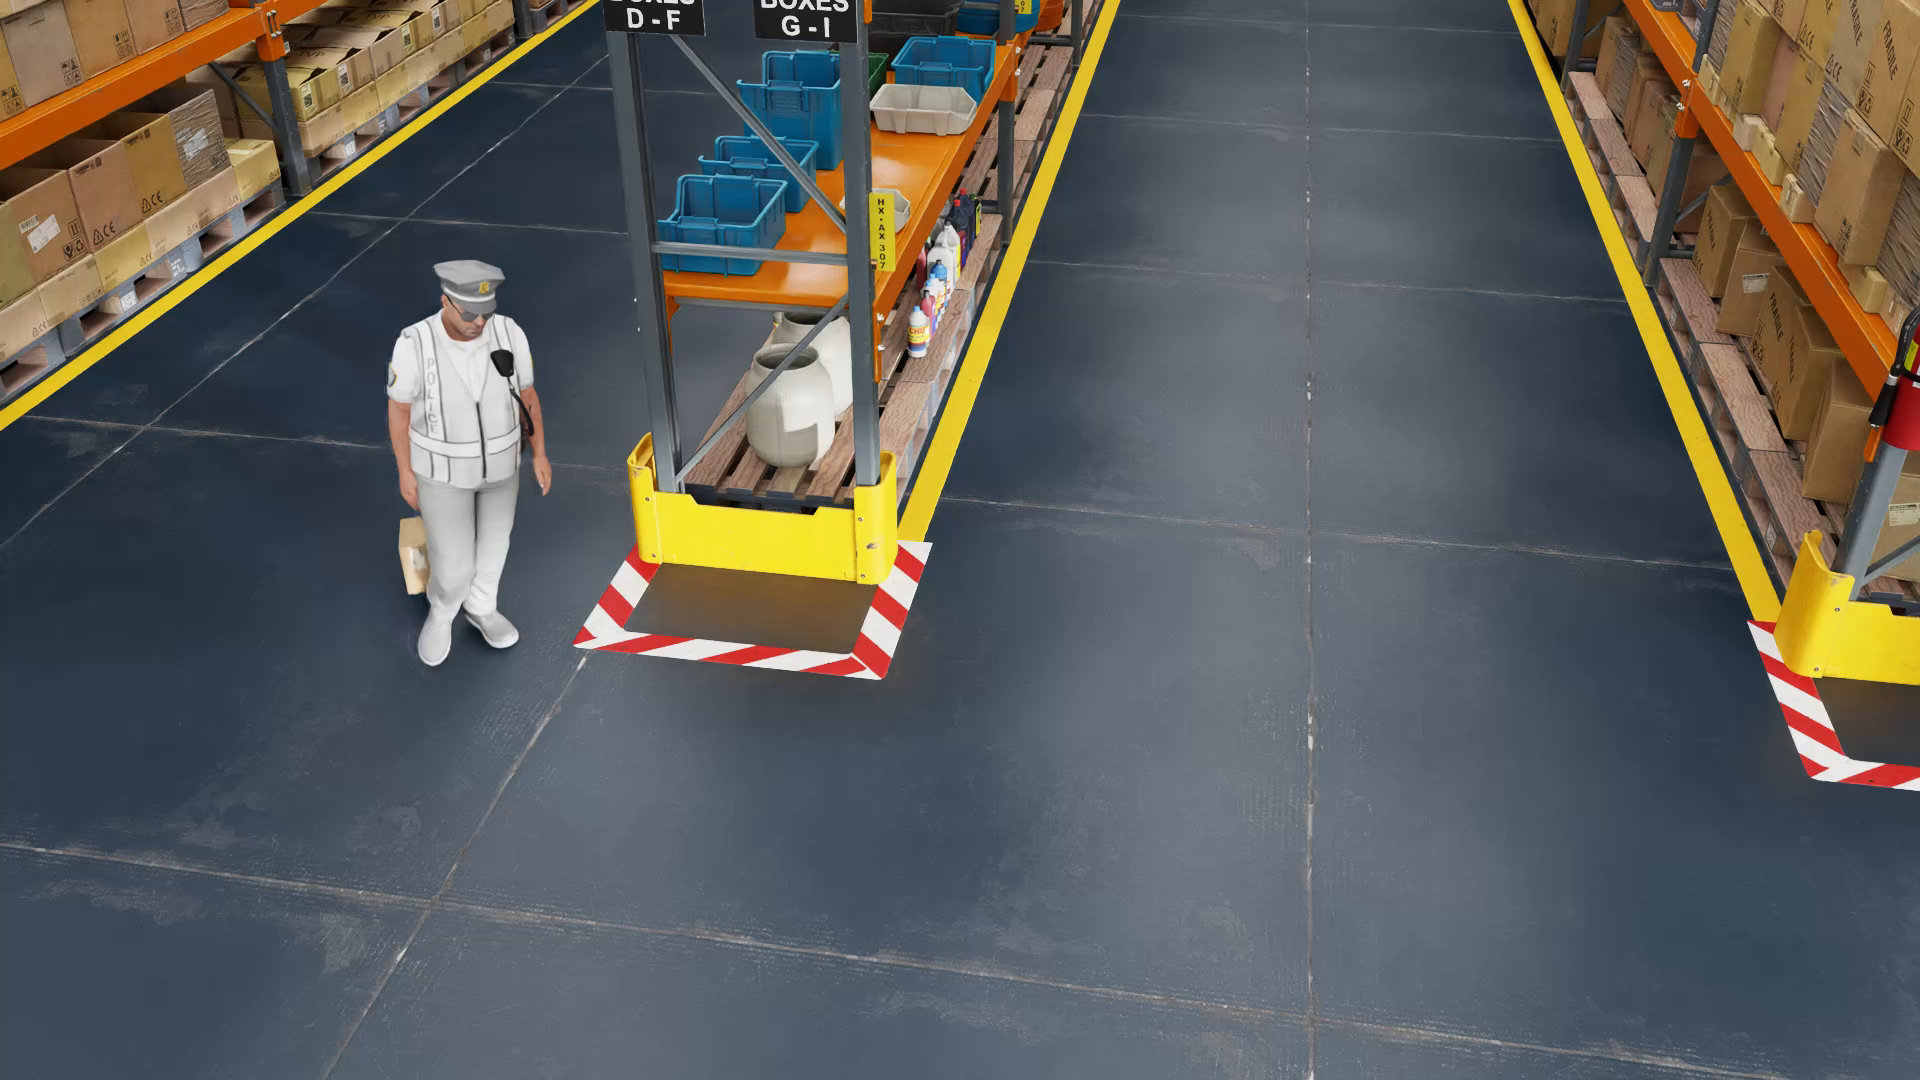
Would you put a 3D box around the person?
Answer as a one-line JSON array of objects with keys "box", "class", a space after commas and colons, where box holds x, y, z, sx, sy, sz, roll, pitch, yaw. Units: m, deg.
[{"box": [-1.959, -0.298, 6.590, 0.641, 1.724, 0.492, -22, 39, -31], "class": "person"}]
